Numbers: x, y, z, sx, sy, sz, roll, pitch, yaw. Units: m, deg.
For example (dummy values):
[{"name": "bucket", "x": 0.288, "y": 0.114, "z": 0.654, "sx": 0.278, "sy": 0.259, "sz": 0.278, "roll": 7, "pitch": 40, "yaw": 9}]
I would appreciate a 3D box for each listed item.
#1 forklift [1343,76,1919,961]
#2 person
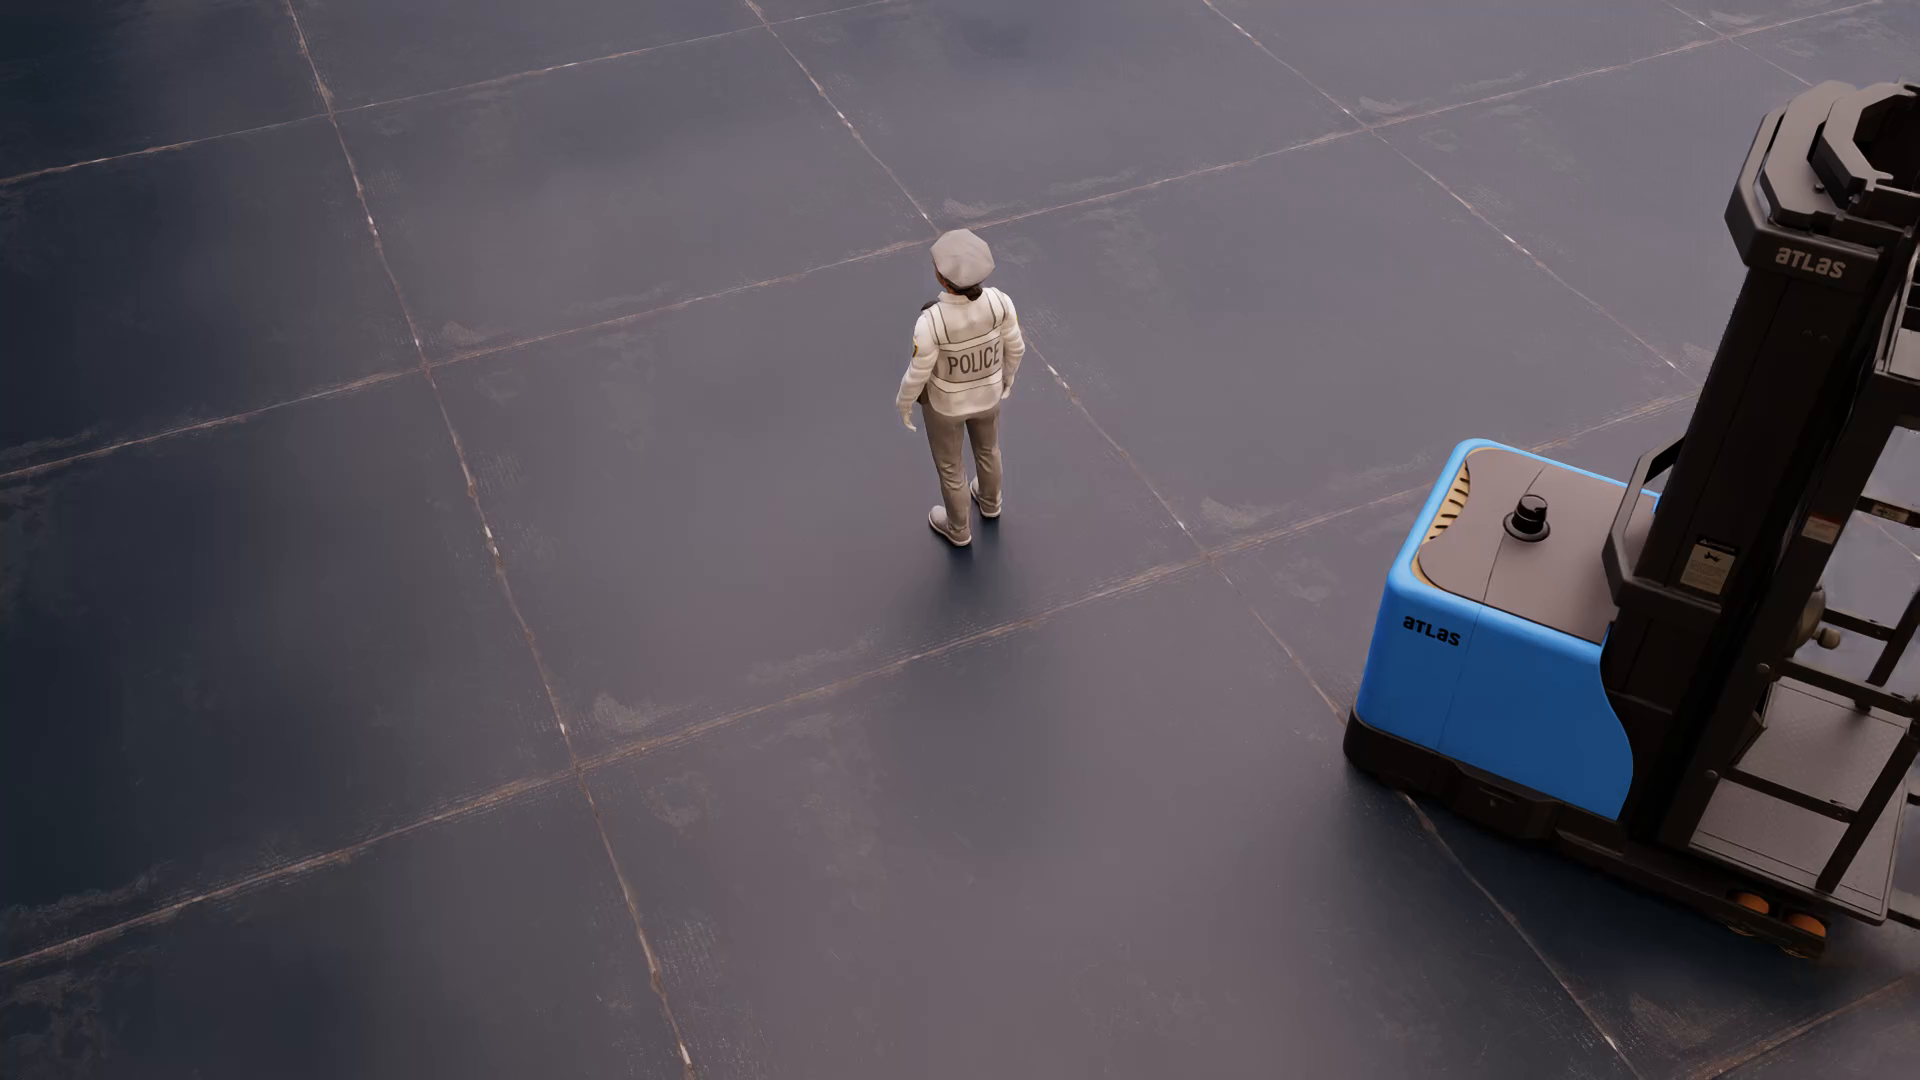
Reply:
[{"name": "forklift", "x": 3.108, "y": 0.057, "z": 5.619, "sx": 3.031, "sy": 2.935, "sz": 1.130, "roll": 21, "pitch": 47, "yaw": 21}, {"name": "person", "x": -0.022, "y": -0.668, "z": 7.292, "sx": 0.588, "sy": 1.696, "sz": 0.533, "roll": -18, "pitch": 46, "yaw": -18}]
